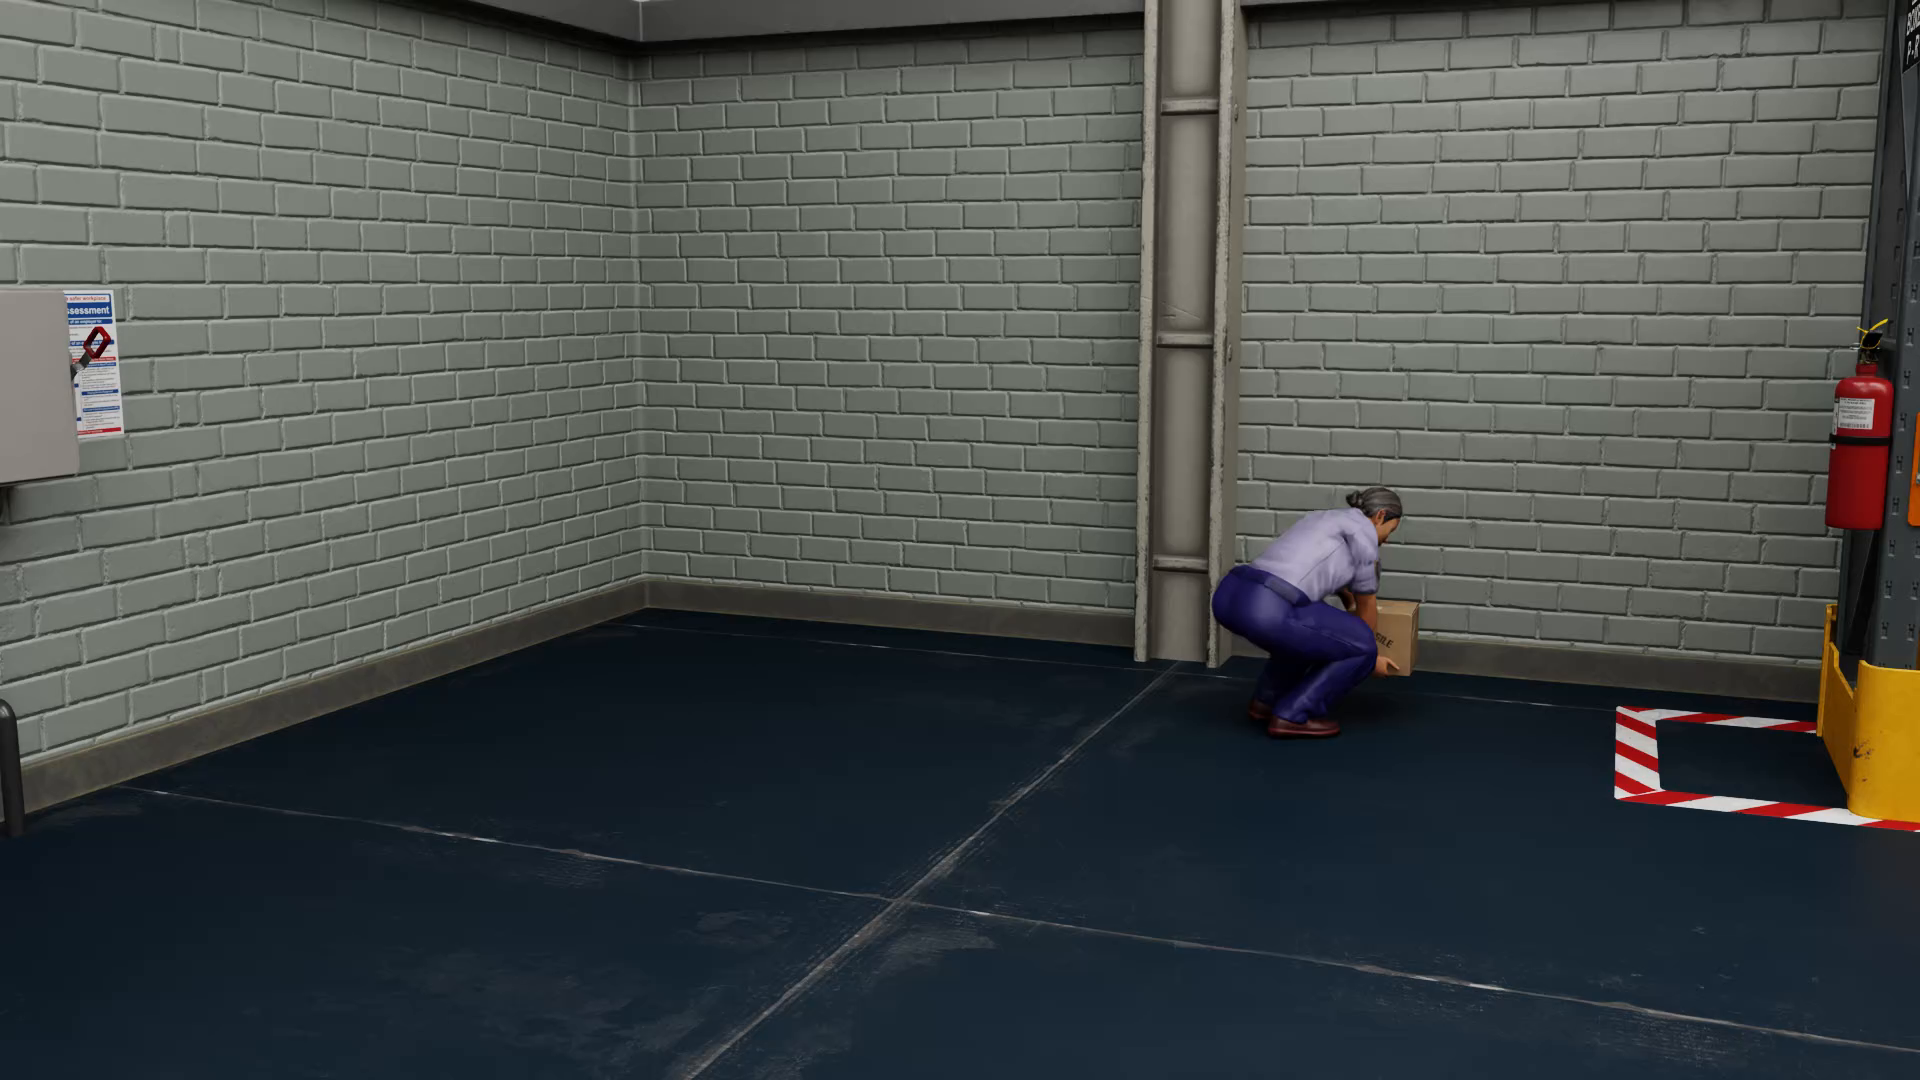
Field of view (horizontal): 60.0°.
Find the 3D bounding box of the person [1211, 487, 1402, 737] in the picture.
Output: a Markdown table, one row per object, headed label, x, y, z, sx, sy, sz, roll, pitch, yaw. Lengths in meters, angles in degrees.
| label | x | y | z | sx | sy | sz | roll | pitch | yaw |
| --- | --- | --- | --- | --- | --- | --- | --- | --- | --- |
| person | 1.421 | 0.279 | 6.521 | 0.888 | 0.922 | 0.494 | -3 | 9 | -21 |
